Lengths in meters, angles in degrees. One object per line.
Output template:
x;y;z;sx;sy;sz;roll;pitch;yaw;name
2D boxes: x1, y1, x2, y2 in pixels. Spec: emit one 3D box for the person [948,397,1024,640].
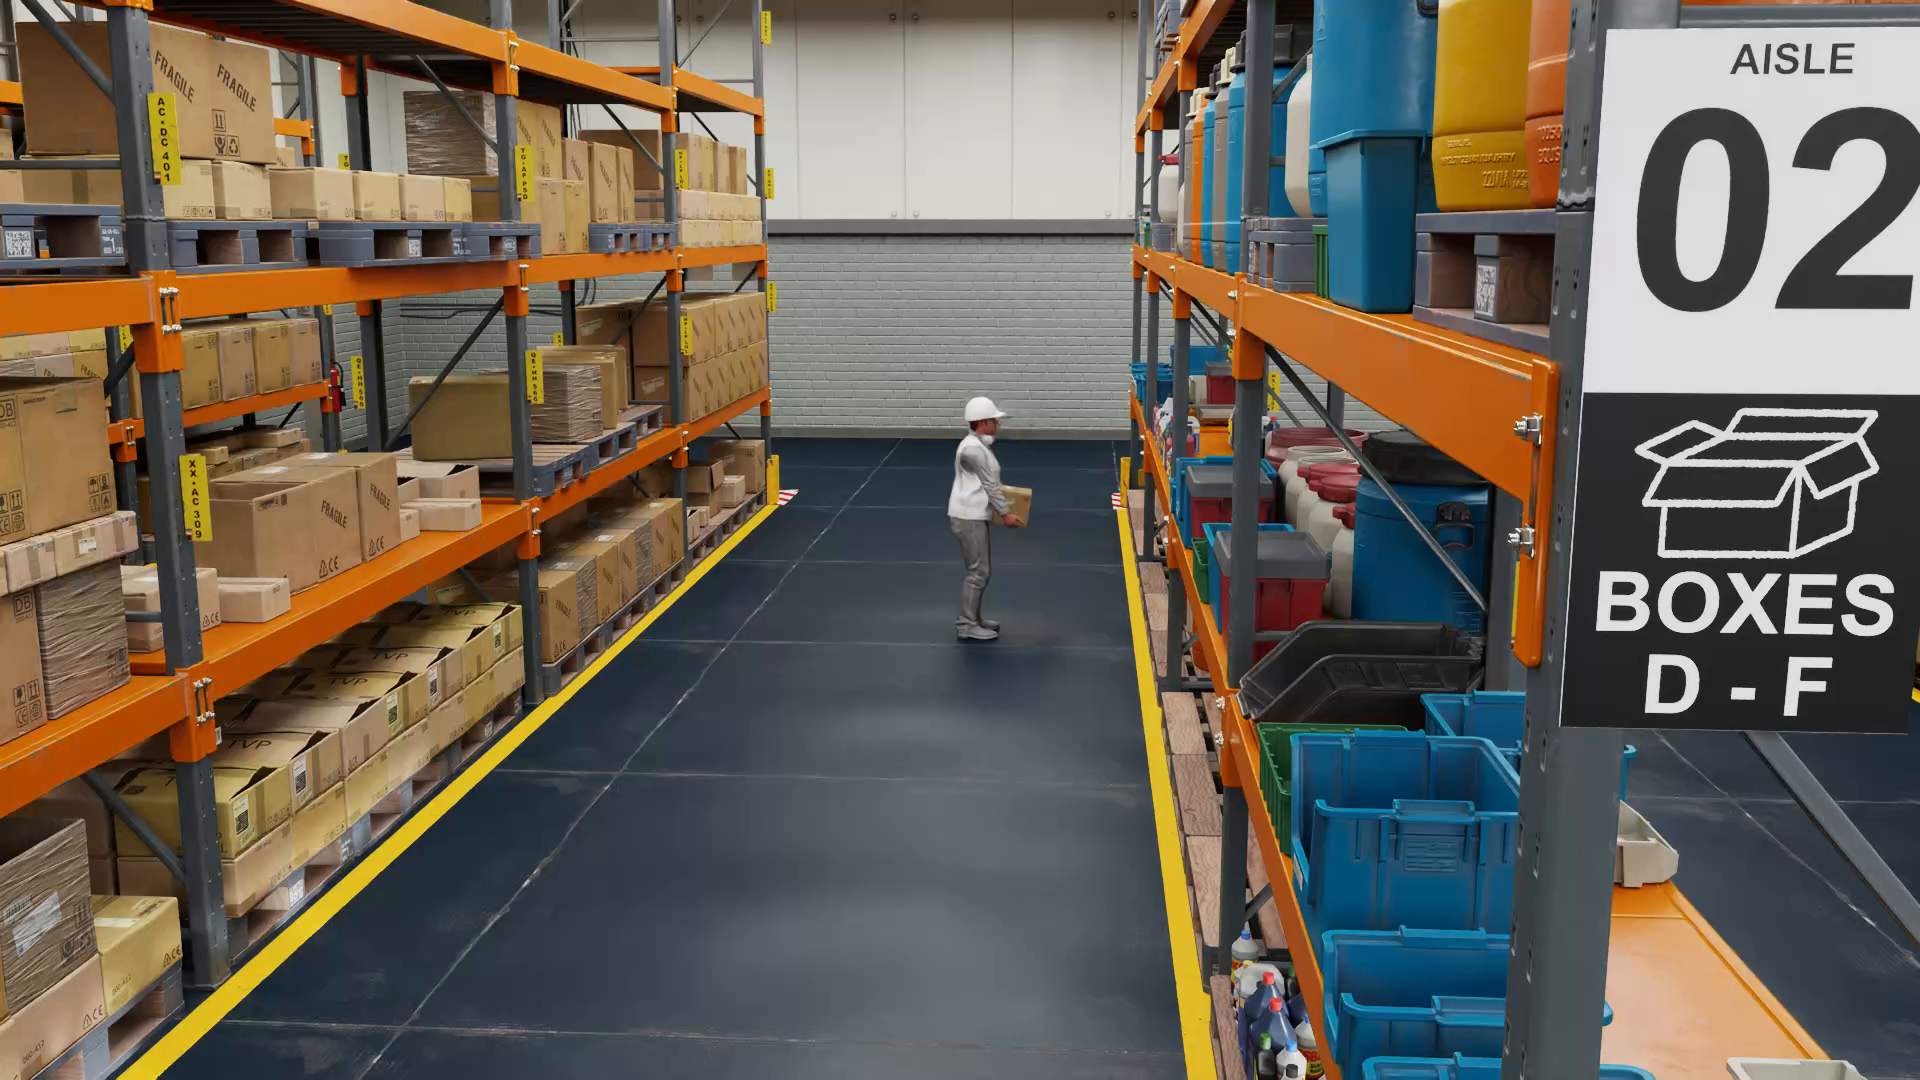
0.192;-0.169;12.276;0.563;1.770;0.493;1;11;3;person
